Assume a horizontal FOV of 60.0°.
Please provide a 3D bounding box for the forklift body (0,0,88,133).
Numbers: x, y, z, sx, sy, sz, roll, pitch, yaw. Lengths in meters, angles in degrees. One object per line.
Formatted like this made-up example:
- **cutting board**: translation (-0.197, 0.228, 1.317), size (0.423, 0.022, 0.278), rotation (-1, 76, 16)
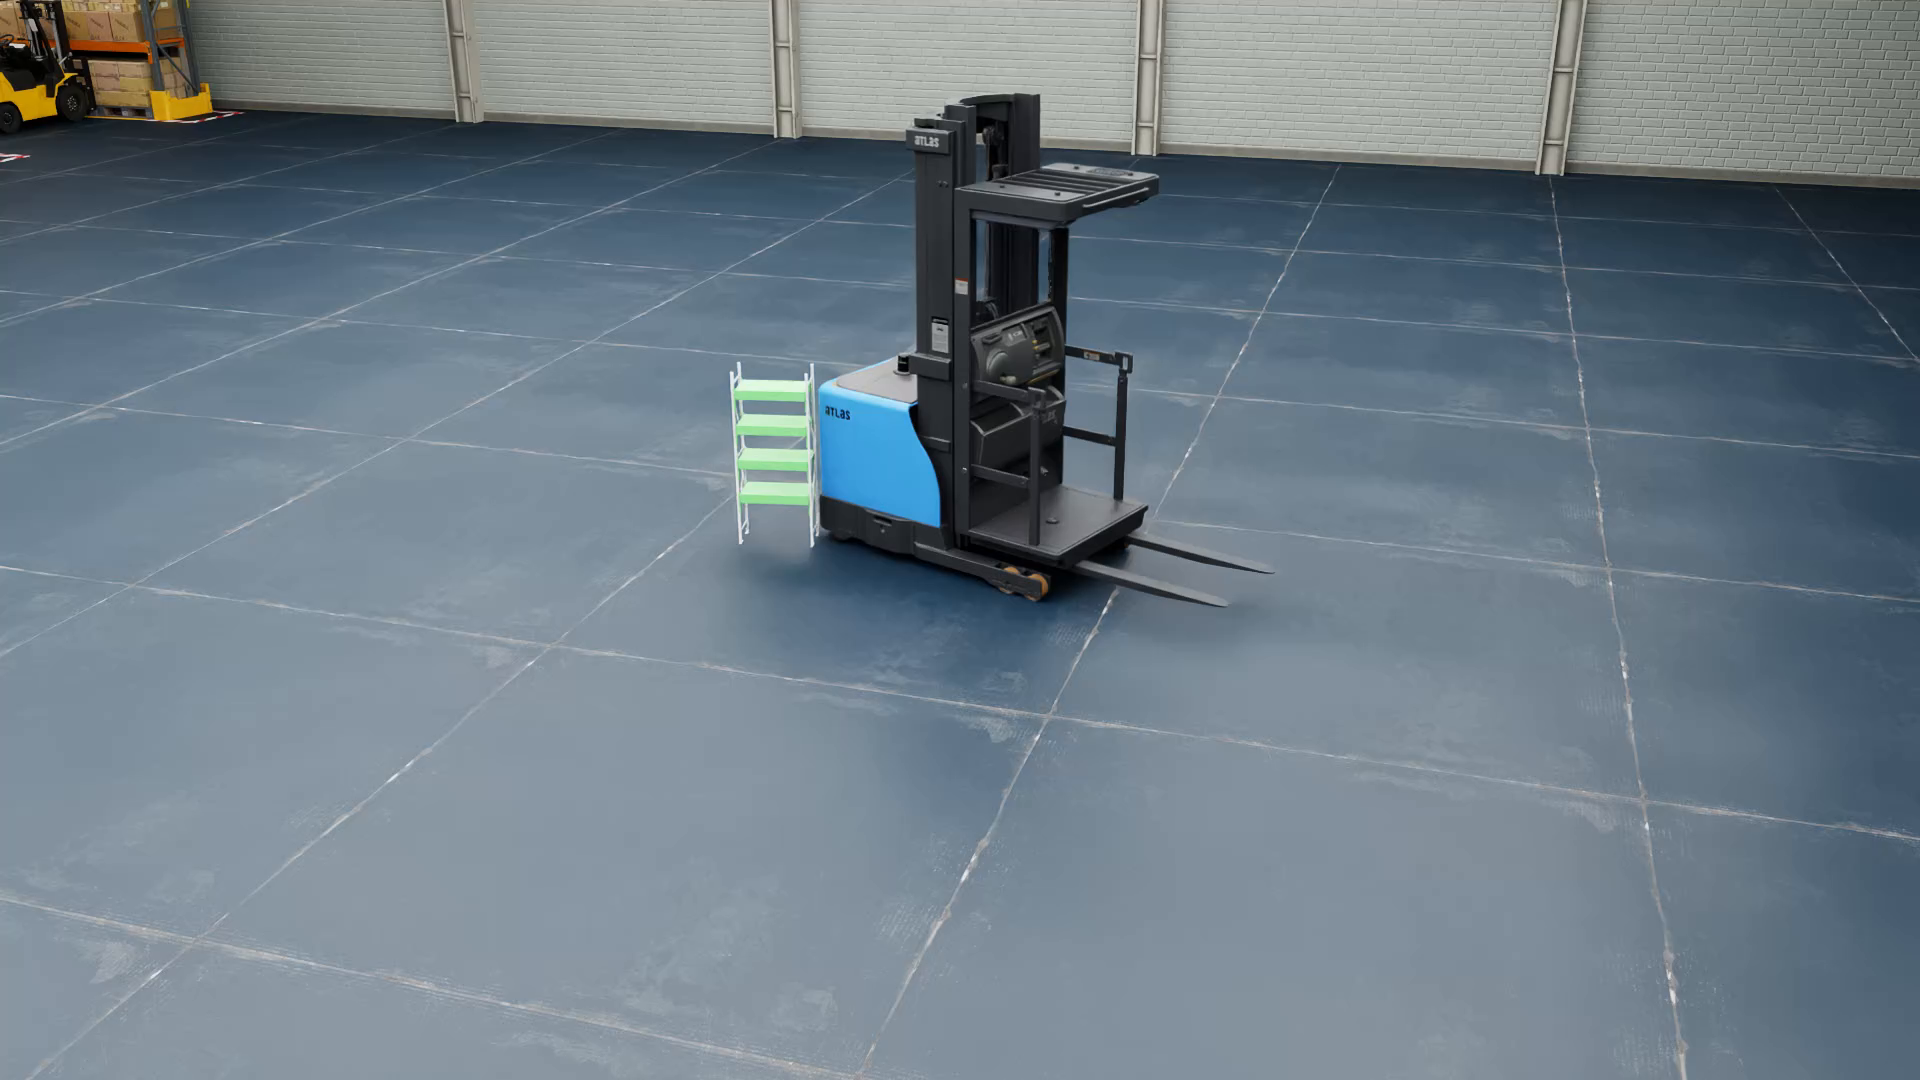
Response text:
- **forklift body**: translation (-16.271, -8.146, 28.295), size (1.214, 2.155, 2.313), rotation (7, 23, 16)

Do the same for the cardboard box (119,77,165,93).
- **cardboard box**: translation (-14.485, -8.087, 29.444), size (0.500, 0.250, 0.500), rotation (6, 23, 15)

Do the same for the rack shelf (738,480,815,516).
- **rack shelf**: translation (-1.225, -0.284, 11.181), size (0.480, 0.148, 0.258), rotation (2, 22, 5)

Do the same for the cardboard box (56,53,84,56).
- **cardboard box**: translation (-16.261, -8.723, 30.335), size (0.500, 0.250, 0.500), rotation (7, 23, 16)

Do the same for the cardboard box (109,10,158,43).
- **cardboard box**: translation (-14.476, -8.999, 29.123), size (0.500, 0.500, 0.500), rotation (6, 23, 14)

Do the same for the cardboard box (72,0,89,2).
- **cardboard box**: translation (-15.334, -9.518, 29.142), size (0.250, 0.149, 0.380), rotation (7, 23, 17)

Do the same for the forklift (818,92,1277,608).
- **forklift**: translation (0.537, -1.203, 10.339), size (3.031, 2.935, 1.130), rotation (16, 27, 33)

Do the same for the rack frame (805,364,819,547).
- **rack frame**: translation (-0.982, -0.557, 11.046), size (0.015, 1.200, 0.240), rotation (2, 22, 5)

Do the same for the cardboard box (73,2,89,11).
- **cardboard box**: translation (-15.329, -9.388, 29.217), size (0.250, 0.149, 0.380), rotation (6, 23, 14)

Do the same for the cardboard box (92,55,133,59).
- **cardboard box**: translation (-15.289, -8.612, 30.065), size (0.500, 0.250, 0.500), rotation (6, 23, 15)

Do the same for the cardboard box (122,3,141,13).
- **cardboard box**: translation (-14.342, -9.276, 28.946), size (0.250, 0.149, 0.380), rotation (7, 23, 16)

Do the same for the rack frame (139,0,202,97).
- **rack frame**: translation (-13.929, -8.994, 29.243), size (0.127, 3.000, 1.000), rotation (7, 23, 16)

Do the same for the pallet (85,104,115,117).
- **pallet**: translation (-15.837, -7.907, 30.267), size (1.213, 0.211, 1.003), rotation (7, 23, 15)

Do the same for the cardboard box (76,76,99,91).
- **cardboard box**: translation (-15.462, -8.195, 29.707), size (0.500, 0.250, 0.500), rotation (6, 23, 14)

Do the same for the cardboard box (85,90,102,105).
- **cardboard box**: translation (-15.420, -7.969, 29.814), size (0.500, 0.250, 0.500), rotation (7, 23, 16)

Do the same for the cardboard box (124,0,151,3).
- **cardboard box**: translation (-14.333, -9.440, 28.954), size (0.250, 0.149, 0.380), rotation (7, 23, 16)

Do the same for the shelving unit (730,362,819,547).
- **shelving unit**: translation (-1.225, -0.565, 11.066), size (0.503, 1.200, 0.258), rotation (2, 22, 5)

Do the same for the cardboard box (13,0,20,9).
- **cardboard box**: translation (-16.558, -9.519, 29.536), size (0.250, 0.149, 0.380), rotation (6, 23, 15)

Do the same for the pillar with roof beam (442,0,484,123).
- **pillar with roof beam**: translation (-9.834, -9.951, 23.672), size (0.400, 9.000, 9.100), rotation (7, 23, 16)

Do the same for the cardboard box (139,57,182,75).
- **cardboard box**: translation (-14.334, -8.500, 29.792), size (0.500, 0.250, 0.500), rotation (6, 23, 15)

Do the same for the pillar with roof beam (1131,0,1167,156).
- **pillar with roof beam**: translation (1.654, -8.636, 20.465), size (0.400, 9.000, 9.100), rotation (7, 23, 16)

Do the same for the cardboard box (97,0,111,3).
- **cardboard box**: translation (-14.836, -9.475, 29.038), size (0.250, 0.149, 0.380), rotation (7, 23, 17)

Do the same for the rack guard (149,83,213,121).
- **rack guard**: translation (-13.906, -7.835, 29.711), size (0.348, 0.500, 1.175), rotation (7, 23, 16)

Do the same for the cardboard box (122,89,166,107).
- **cardboard box**: translation (-14.470, -7.853, 29.531), size (0.500, 0.250, 0.500), rotation (7, 23, 16)

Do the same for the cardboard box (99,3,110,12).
- **cardboard box**: translation (-14.826, -9.344, 29.111), size (0.250, 0.149, 0.380), rotation (7, 23, 17)

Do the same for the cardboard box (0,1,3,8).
- **cardboard box**: translation (-17.023, -9.602, 29.739), size (0.250, 0.149, 0.380), rotation (6, 23, 15)

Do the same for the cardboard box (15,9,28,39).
- **cardboard box**: translation (-16.420, -9.229, 29.684), size (0.500, 0.500, 0.500), rotation (6, 23, 15)

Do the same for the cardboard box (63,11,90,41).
- **cardboard box**: translation (-15.460, -9.115, 29.407), size (0.500, 0.500, 0.500), rotation (6, 23, 14)

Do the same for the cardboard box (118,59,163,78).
- **cardboard box**: translation (-14.460, -8.316, 29.342), size (0.500, 0.250, 0.500), rotation (7, 23, 17)

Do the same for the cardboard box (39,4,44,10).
- **cardboard box**: translation (-16.054, -9.471, 29.421), size (0.250, 0.149, 0.380), rotation (6, 23, 14)

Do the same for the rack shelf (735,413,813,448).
- **rack shelf**: translation (-1.225, -0.728, 11.000), size (0.480, 0.148, 0.258), rotation (2, 22, 5)

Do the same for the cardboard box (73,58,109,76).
- **cardboard box**: translation (-15.436, -8.421, 29.600), size (0.500, 0.250, 0.500), rotation (7, 23, 16)
